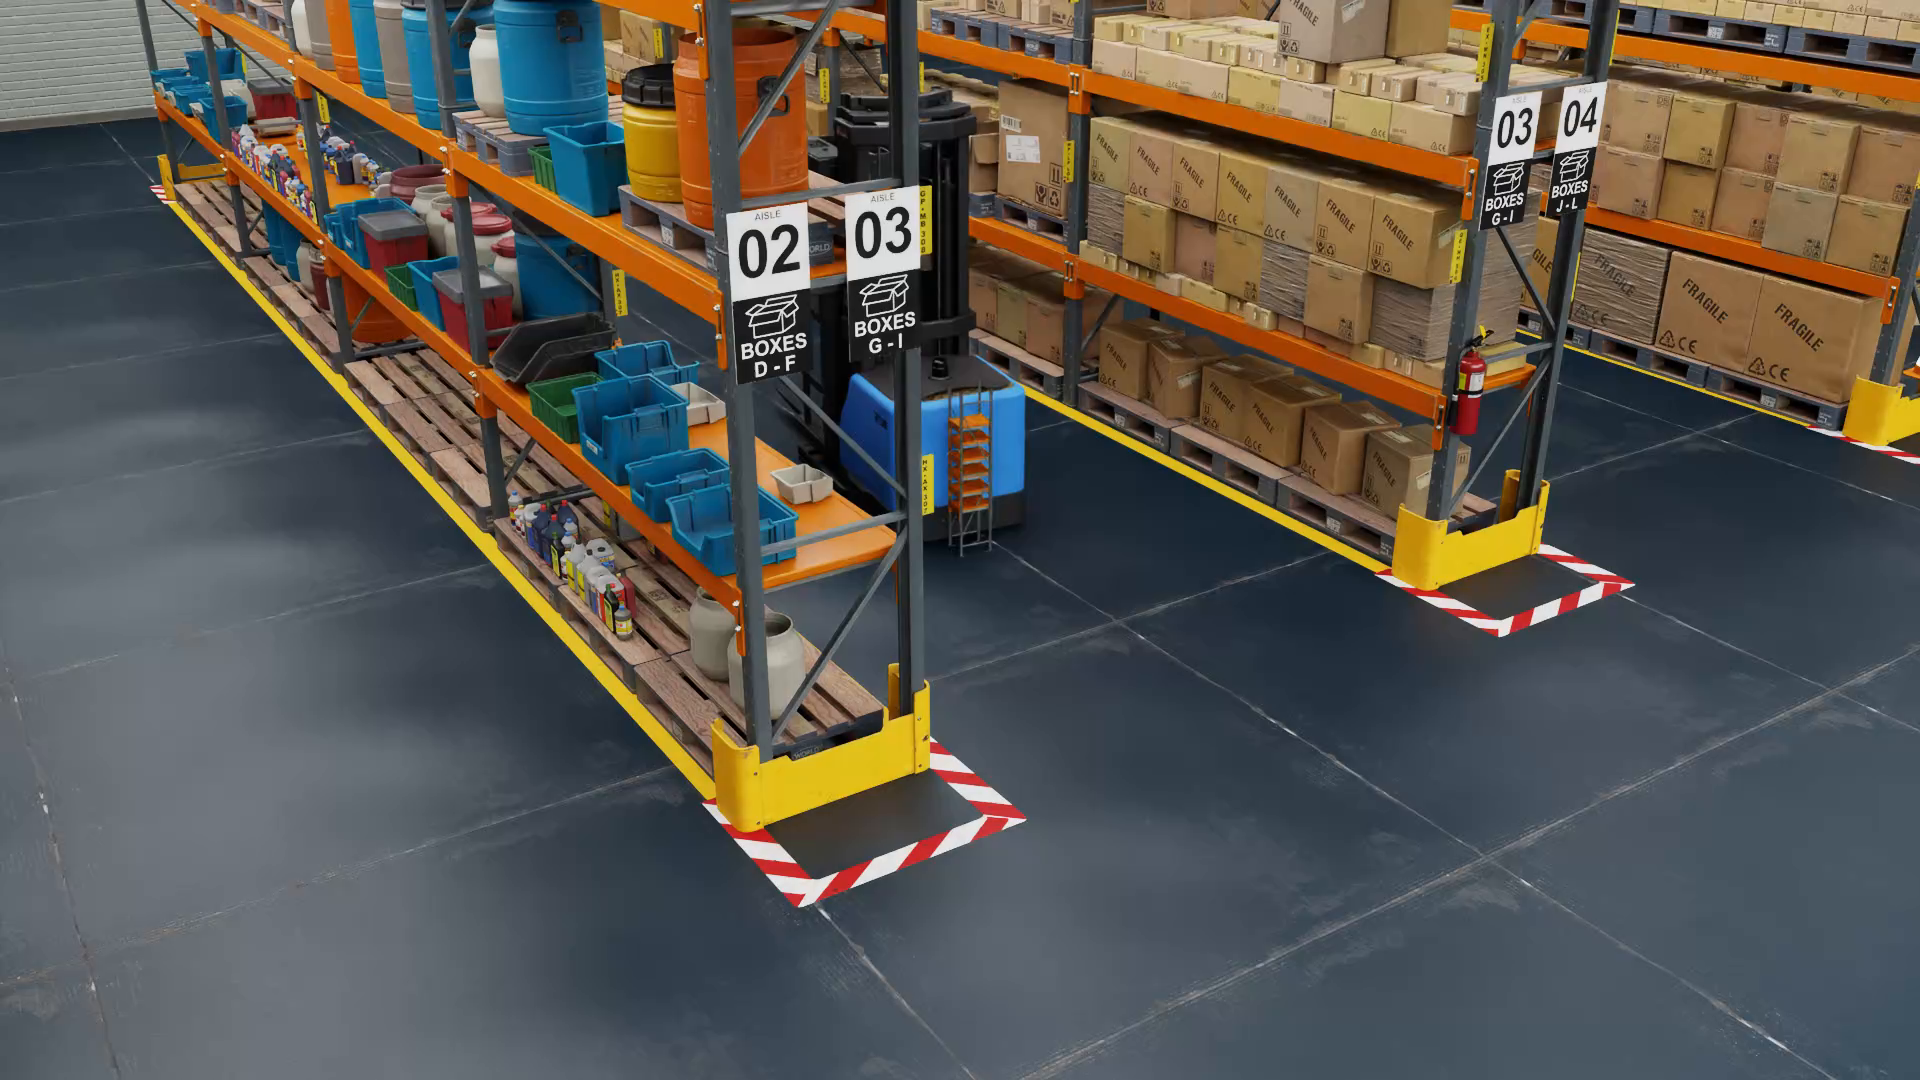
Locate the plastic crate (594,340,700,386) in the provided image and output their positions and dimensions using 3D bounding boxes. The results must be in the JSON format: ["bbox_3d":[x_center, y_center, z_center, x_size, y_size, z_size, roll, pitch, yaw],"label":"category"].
[{"bbox_3d":[-1.992,-1.057,10.612,0.499,0.251,0.616,-16,29,-30],"label":"plastic crate"}]

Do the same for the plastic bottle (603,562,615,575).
[{"bbox_3d":[-2.217,0.237,10.458,0.097,0.201,0.097,0,25,0],"label":"plastic bottle"}]

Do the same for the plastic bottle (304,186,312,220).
[{"bbox_3d":[-5.712,-2.962,14.611,0.061,0.283,0.133,-16,29,-30],"label":"plastic bottle"}]

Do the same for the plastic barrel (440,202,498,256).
[{"bbox_3d":[-3.799,-2.329,12.972,0.433,0.535,0.433,0,25,0],"label":"plastic barrel"}]

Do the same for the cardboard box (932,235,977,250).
[{"bbox_3d":[-0.169,-3.029,16.150,0.500,0.250,0.500,-12,28,-24],"label":"cardboard box"}]

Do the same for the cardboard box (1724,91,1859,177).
[{"bbox_3d":[6.981,-3.405,13.971,0.875,0.550,0.550,-16,29,-30],"label":"cardboard box"}]

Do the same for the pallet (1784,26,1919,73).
[{"bbox_3d":[7.307,-3.879,13.006,1.003,0.211,1.213,-16,29,-30],"label":"pallet"}]

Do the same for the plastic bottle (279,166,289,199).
[{"bbox_3d":[-6.210,-3.289,15.302,0.061,0.283,0.133,-16,29,-30],"label":"plastic bottle"}]

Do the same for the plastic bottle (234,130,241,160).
[{"bbox_3d":[-7.276,-3.987,16.781,0.061,0.283,0.133,-16,29,-30],"label":"plastic bottle"}]

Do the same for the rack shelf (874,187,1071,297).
[{"bbox_3d":[0.234,-3.001,15.399,1.077,0.370,4.000,-16,29,-30],"label":"rack shelf"}]

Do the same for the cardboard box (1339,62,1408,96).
[{"bbox_3d":[2.654,-2.953,10.649,0.380,0.149,0.250,-15,29,-29],"label":"cardboard box"}]

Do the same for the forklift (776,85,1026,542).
[{"bbox_3d":[-0.606,-1.887,12.276,1.130,2.935,3.031,-11,27,-22],"label":"forklift"}]

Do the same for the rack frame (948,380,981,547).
[{"bbox_3d":[0.032,-0.513,11.395,0.240,1.200,0.006,-11,27,-22],"label":"rack frame"}]

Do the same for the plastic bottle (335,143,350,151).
[{"bbox_3d":[-6.030,-3.754,16.297,0.152,0.276,0.135,-16,29,-30],"label":"plastic bottle"}]

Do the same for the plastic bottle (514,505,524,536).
[{"bbox_3d":[-2.962,-0.138,11.253,0.097,0.201,0.097,0,25,0],"label":"plastic bottle"}]

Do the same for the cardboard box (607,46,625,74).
[{"bbox_3d":[-4.066,-6.003,20.742,0.500,0.250,0.500,-15,29,-29],"label":"cardboard box"}]

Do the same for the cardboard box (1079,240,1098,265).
[{"bbox_3d":[1.191,-2.350,13.472,0.380,0.149,0.250,-16,29,-30],"label":"cardboard box"}]

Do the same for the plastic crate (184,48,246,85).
[{"bbox_3d":[-9.036,-5.716,20.195,0.616,0.435,0.499,-16,29,-30],"label":"plastic crate"}]

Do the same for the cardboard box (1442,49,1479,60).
[{"bbox_3d":[4.978,-4.588,16.629,0.700,0.500,0.500,-16,30,-30],"label":"cardboard box"}]

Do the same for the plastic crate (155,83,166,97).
[{"bbox_3d":[-9.410,-5.358,19.787,0.250,0.136,0.298,-16,29,-30],"label":"plastic crate"}]

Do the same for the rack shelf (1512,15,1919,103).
[{"bbox_3d":[6.629,-4.047,14.099,1.077,0.370,4.000,-16,29,-30],"label":"rack shelf"}]

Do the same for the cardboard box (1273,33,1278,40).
[{"bbox_3d":[2.469,-3.561,11.937,0.380,0.149,0.250,-14,29,-27],"label":"cardboard box"}]

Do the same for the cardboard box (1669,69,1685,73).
[{"bbox_3d":[8.572,-5.485,19.619,0.380,0.149,0.250,-16,29,-30],"label":"cardboard box"}]

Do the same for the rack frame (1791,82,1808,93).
[{"bbox_3d":[9.629,-4.920,18.622,1.000,3.000,0.127,-16,29,-30],"label":"rack frame"}]

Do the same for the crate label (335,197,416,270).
[{"bbox_3d":[-4.692,-2.485,13.421,0.502,0.435,0.616,-16,29,-30],"label":"crate label"}]

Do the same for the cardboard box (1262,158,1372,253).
[{"bbox_3d":[2.454,-2.308,11.451,0.500,0.500,0.500,-16,29,-30],"label":"cardboard box"}]

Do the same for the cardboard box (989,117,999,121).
[{"bbox_3d":[0.573,-5.760,22.899,0.380,0.149,0.250,-17,30,-32],"label":"cardboard box"}]

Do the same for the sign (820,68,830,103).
[{"bbox_3d":[-1.321,-4.435,16.237,0.100,0.325,0.005,-16,29,-30],"label":"sign"}]

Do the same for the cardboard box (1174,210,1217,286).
[{"bbox_3d":[2.120,-2.273,12.548,0.875,0.500,0.500,-16,29,-30],"label":"cardboard box"}]

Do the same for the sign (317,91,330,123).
[{"bbox_3d":[-6.729,-4.571,17.557,0.100,0.325,0.005,-16,29,-30],"label":"sign"}]

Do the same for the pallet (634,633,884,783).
[{"bbox_3d":[-1.160,0.927,9.502,1.003,0.211,1.213,-16,29,-30],"label":"pallet"}]

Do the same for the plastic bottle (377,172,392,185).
[{"bbox_3d":[-5.226,-3.227,15.180,0.152,0.276,0.135,-16,29,-30],"label":"plastic bottle"}]

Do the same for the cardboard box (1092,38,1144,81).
[{"bbox_3d":[1.357,-3.679,12.654,0.500,0.250,0.500,-17,30,-32],"label":"cardboard box"}]

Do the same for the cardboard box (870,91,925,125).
[{"bbox_3d":[-0.529,-4.093,16.260,0.500,0.500,0.500,-20,32,-36],"label":"cardboard box"}]

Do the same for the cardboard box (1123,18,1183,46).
[{"bbox_3d":[1.447,-3.812,12.470,0.380,0.149,0.250,-17,30,-32],"label":"cardboard box"}]

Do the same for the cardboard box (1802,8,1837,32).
[{"bbox_3d":[6.840,-4.091,13.035,0.380,0.149,0.250,-15,29,-29],"label":"cardboard box"}]

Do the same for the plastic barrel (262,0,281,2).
[{"bbox_3d":[-6.102,-5.094,14.825,0.433,0.535,0.433,0,25,0],"label":"plastic barrel"}]

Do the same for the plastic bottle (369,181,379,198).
[{"bbox_3d":[-5.320,-3.157,15.120,0.097,0.201,0.097,0,25,0],"label":"plastic bottle"}]

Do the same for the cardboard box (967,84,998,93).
[{"bbox_3d":[0.323,-6.498,24.115,0.380,0.149,0.250,-15,29,-29],"label":"cardboard box"}]

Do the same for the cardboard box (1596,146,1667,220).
[{"bbox_3d":[6.264,-3.257,14.923,0.875,0.550,0.550,-16,29,-30],"label":"cardboard box"}]

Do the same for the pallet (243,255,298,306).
[{"bbox_3d":[-6.805,-2.771,17.336,1.003,0.211,1.213,-16,29,-30],"label":"pallet"}]

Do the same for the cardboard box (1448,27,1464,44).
[{"bbox_3d":[6.685,-6.806,22.206,0.500,0.250,0.500,-16,30,-31],"label":"cardboard box"}]

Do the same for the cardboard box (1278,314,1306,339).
[{"bbox_3d":[2.485,-1.564,11.806,0.380,0.149,0.250,-16,29,-30],"label":"cardboard box"}]

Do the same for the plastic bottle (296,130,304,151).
[{"bbox_3d":[-6.800,-4.127,17.174,0.097,0.201,0.097,0,25,0],"label":"plastic bottle"}]

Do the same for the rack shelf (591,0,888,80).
[{"bbox_3d":[-1.732,-2.948,8.727,1.077,0.370,4.000,-16,29,-30],"label":"rack shelf"}]

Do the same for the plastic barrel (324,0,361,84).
[{"bbox_3d":[-4.384,-3.860,12.358,0.600,0.830,0.708,-16,29,-30],"label":"plastic barrel"}]

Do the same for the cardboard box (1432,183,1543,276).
[{"bbox_3d":[3.438,-2.072,10.952,0.500,0.500,0.500,-16,29,-30],"label":"cardboard box"}]

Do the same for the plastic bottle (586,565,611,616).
[{"bbox_3d":[-2.201,0.306,10.226,0.152,0.276,0.135,-16,30,-31],"label":"plastic bottle"}]

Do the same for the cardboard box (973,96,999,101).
[{"bbox_3d":[0.366,-6.109,23.290,0.380,0.149,0.250,-14,29,-28],"label":"cardboard box"}]

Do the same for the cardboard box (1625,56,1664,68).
[{"bbox_3d":[8.349,-5.952,19.850,0.500,0.500,0.500,-17,30,-31],"label":"cardboard box"}]

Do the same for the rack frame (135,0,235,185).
[{"bbox_3d":[-9.375,-5.749,20.377,1.000,3.000,0.127,-16,29,-30],"label":"rack frame"}]

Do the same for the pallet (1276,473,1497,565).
[{"bbox_3d":[3.054,-0.245,11.985,1.003,0.211,1.213,-16,29,-30],"label":"pallet"}]

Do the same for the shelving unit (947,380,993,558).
[{"bbox_3d":[0.070,-0.478,11.319,0.258,1.200,0.189,-11,27,-22],"label":"shelving unit"}]
